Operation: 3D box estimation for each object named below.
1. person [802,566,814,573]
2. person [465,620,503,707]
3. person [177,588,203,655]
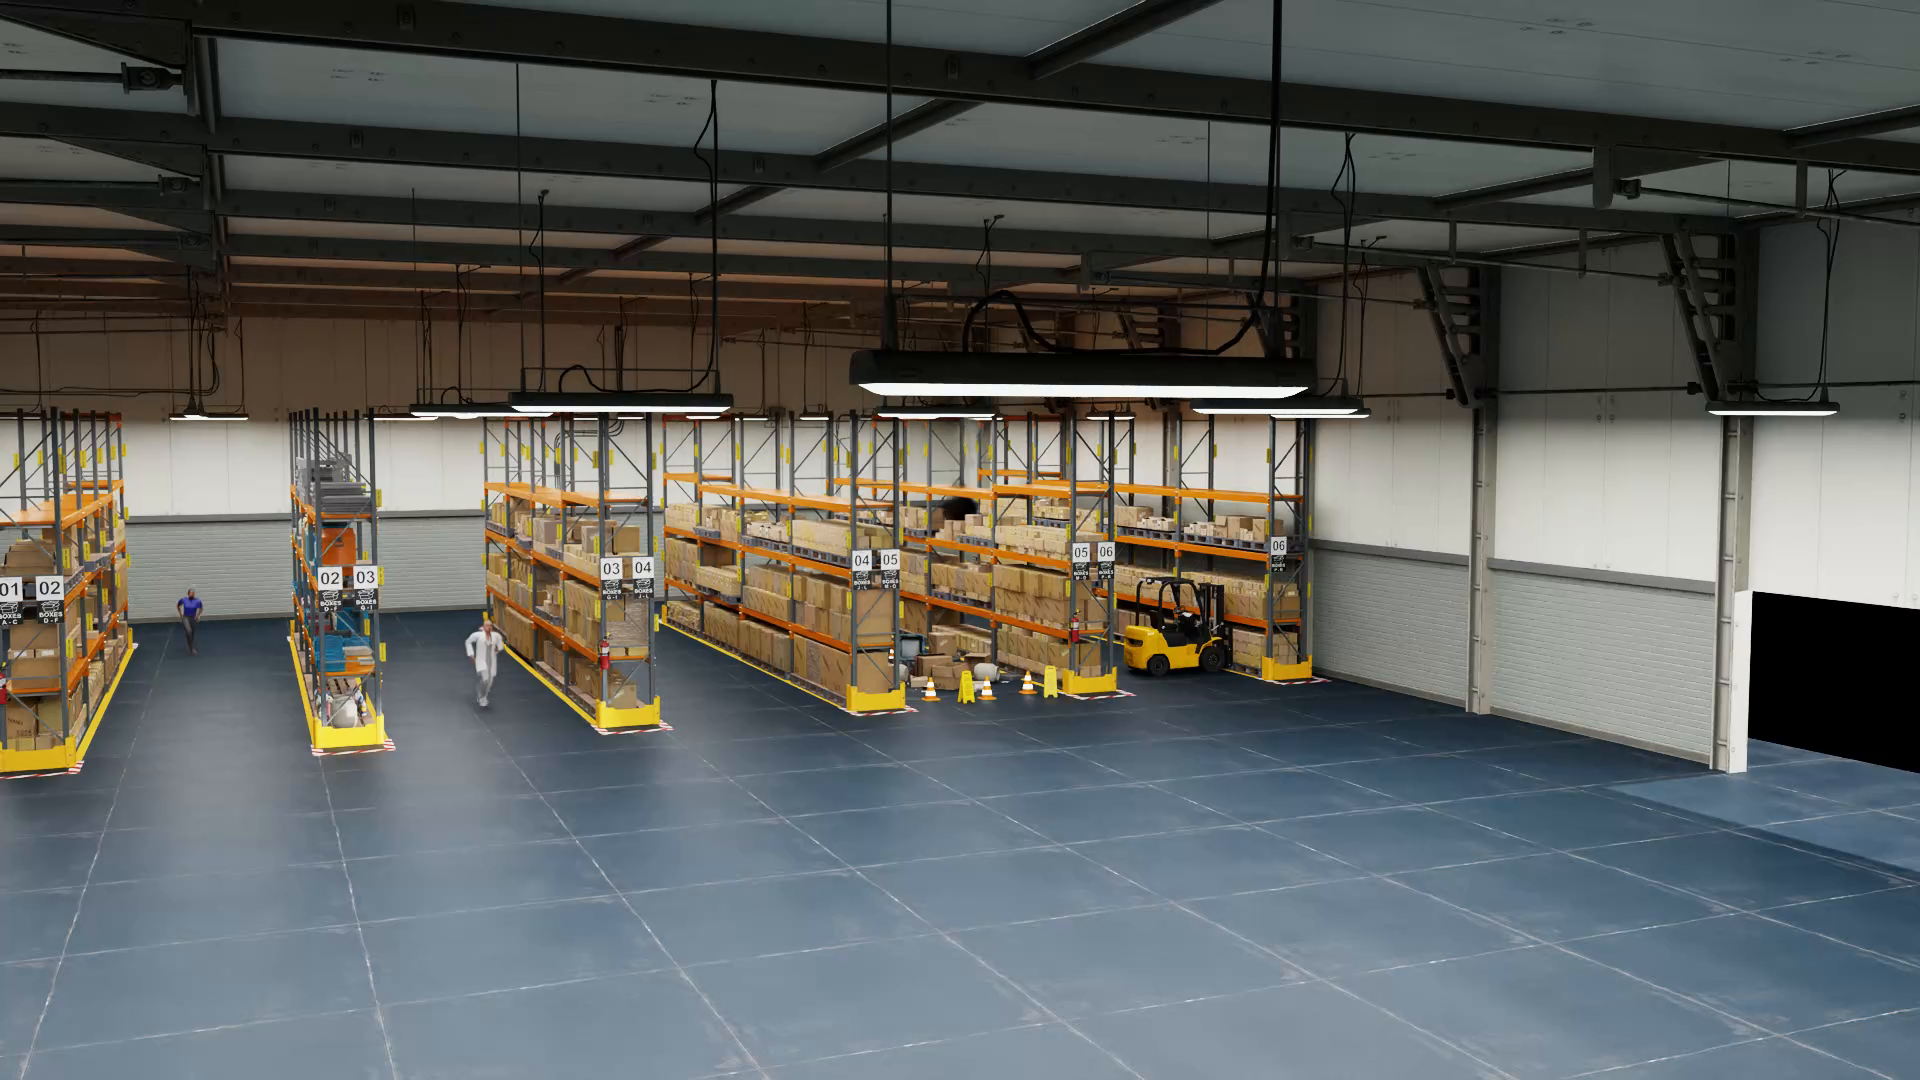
[{"bbox_3d":[-4.603,1.278,51.034,0.893,1.801,0.699,-1,4,-16],"label":"person"},{"bbox_3d":[-9.558,2.496,33.549,0.691,1.762,0.799,-3,5,-36],"label":"person"},{"bbox_3d":[-19.202,2.002,41.479,0.595,1.636,1.011,-2,5,-32],"label":"person"}]
